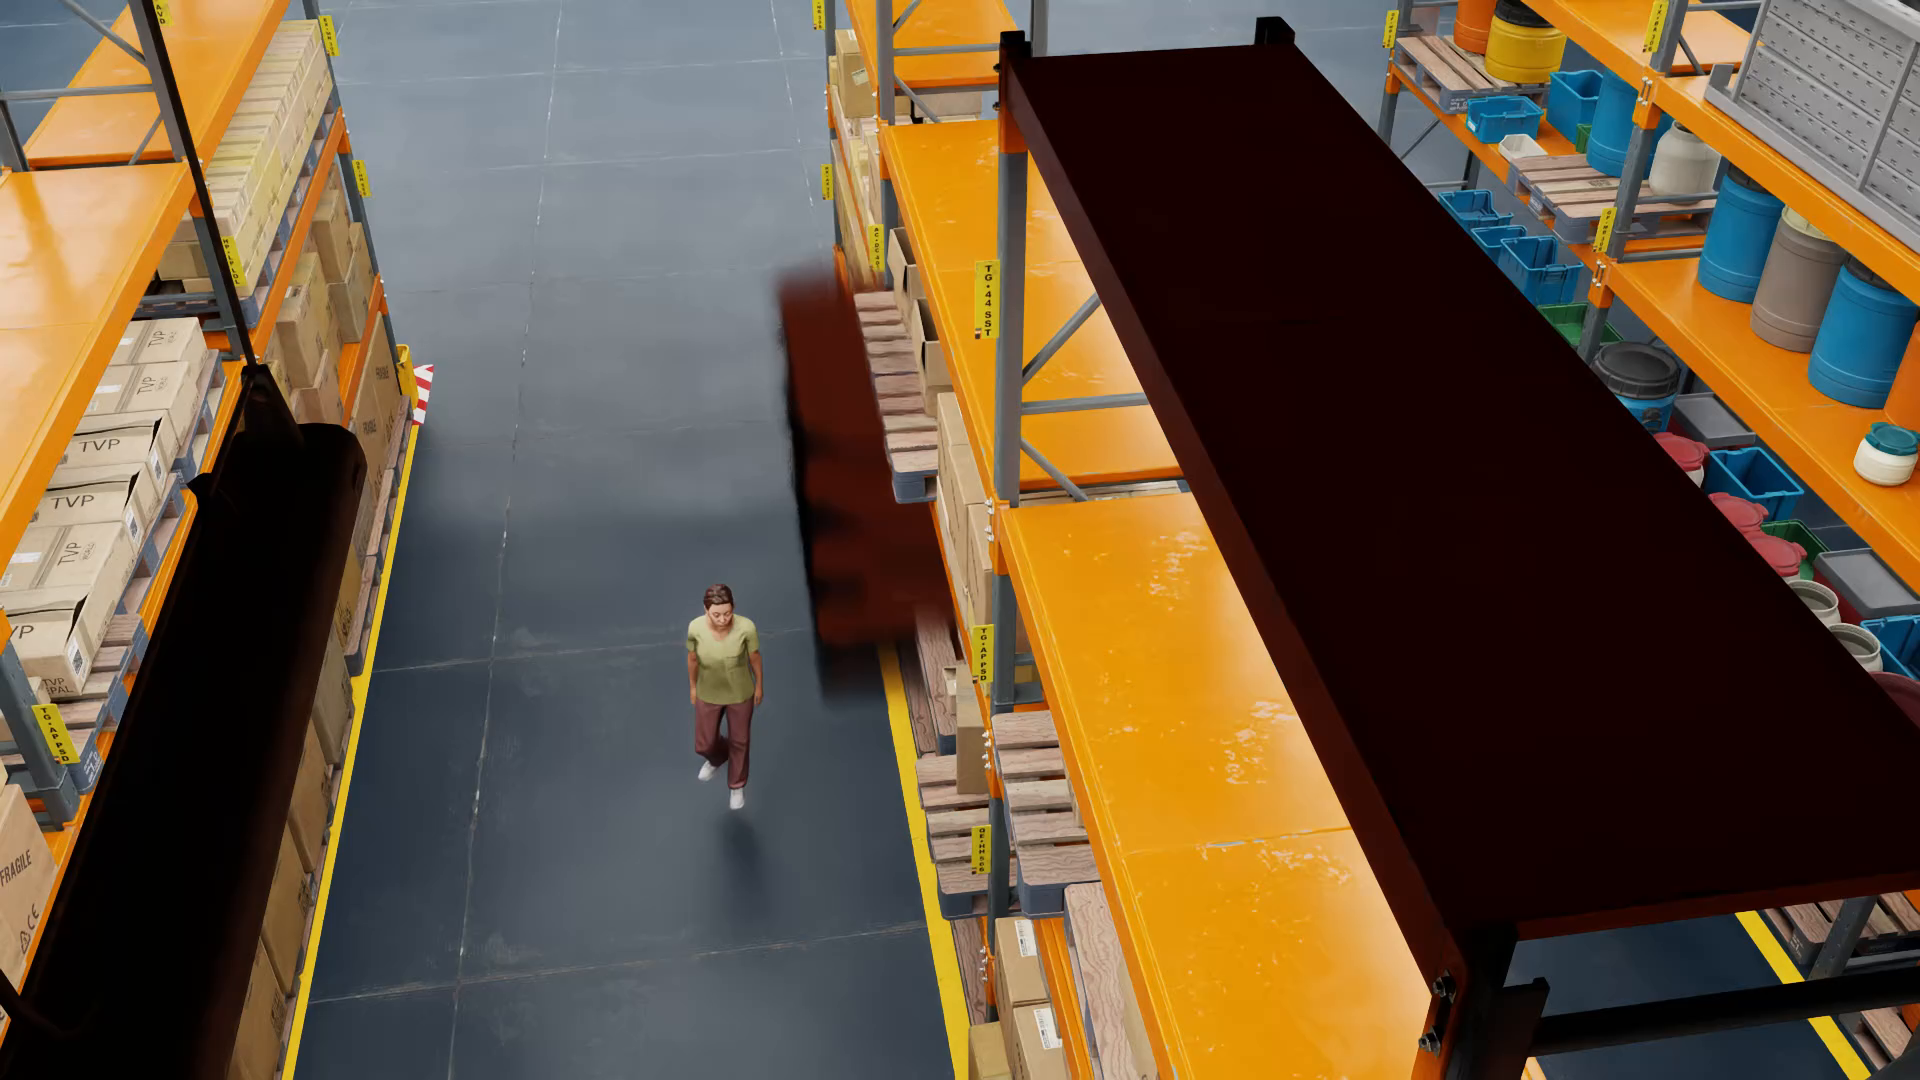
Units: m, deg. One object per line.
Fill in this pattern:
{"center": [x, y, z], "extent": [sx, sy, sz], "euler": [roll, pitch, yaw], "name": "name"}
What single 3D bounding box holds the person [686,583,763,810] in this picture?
{"center": [-1.454, 0.925, 10.286], "extent": [0.487, 1.671, 0.476], "euler": [-2, 36, -2], "name": "person"}
